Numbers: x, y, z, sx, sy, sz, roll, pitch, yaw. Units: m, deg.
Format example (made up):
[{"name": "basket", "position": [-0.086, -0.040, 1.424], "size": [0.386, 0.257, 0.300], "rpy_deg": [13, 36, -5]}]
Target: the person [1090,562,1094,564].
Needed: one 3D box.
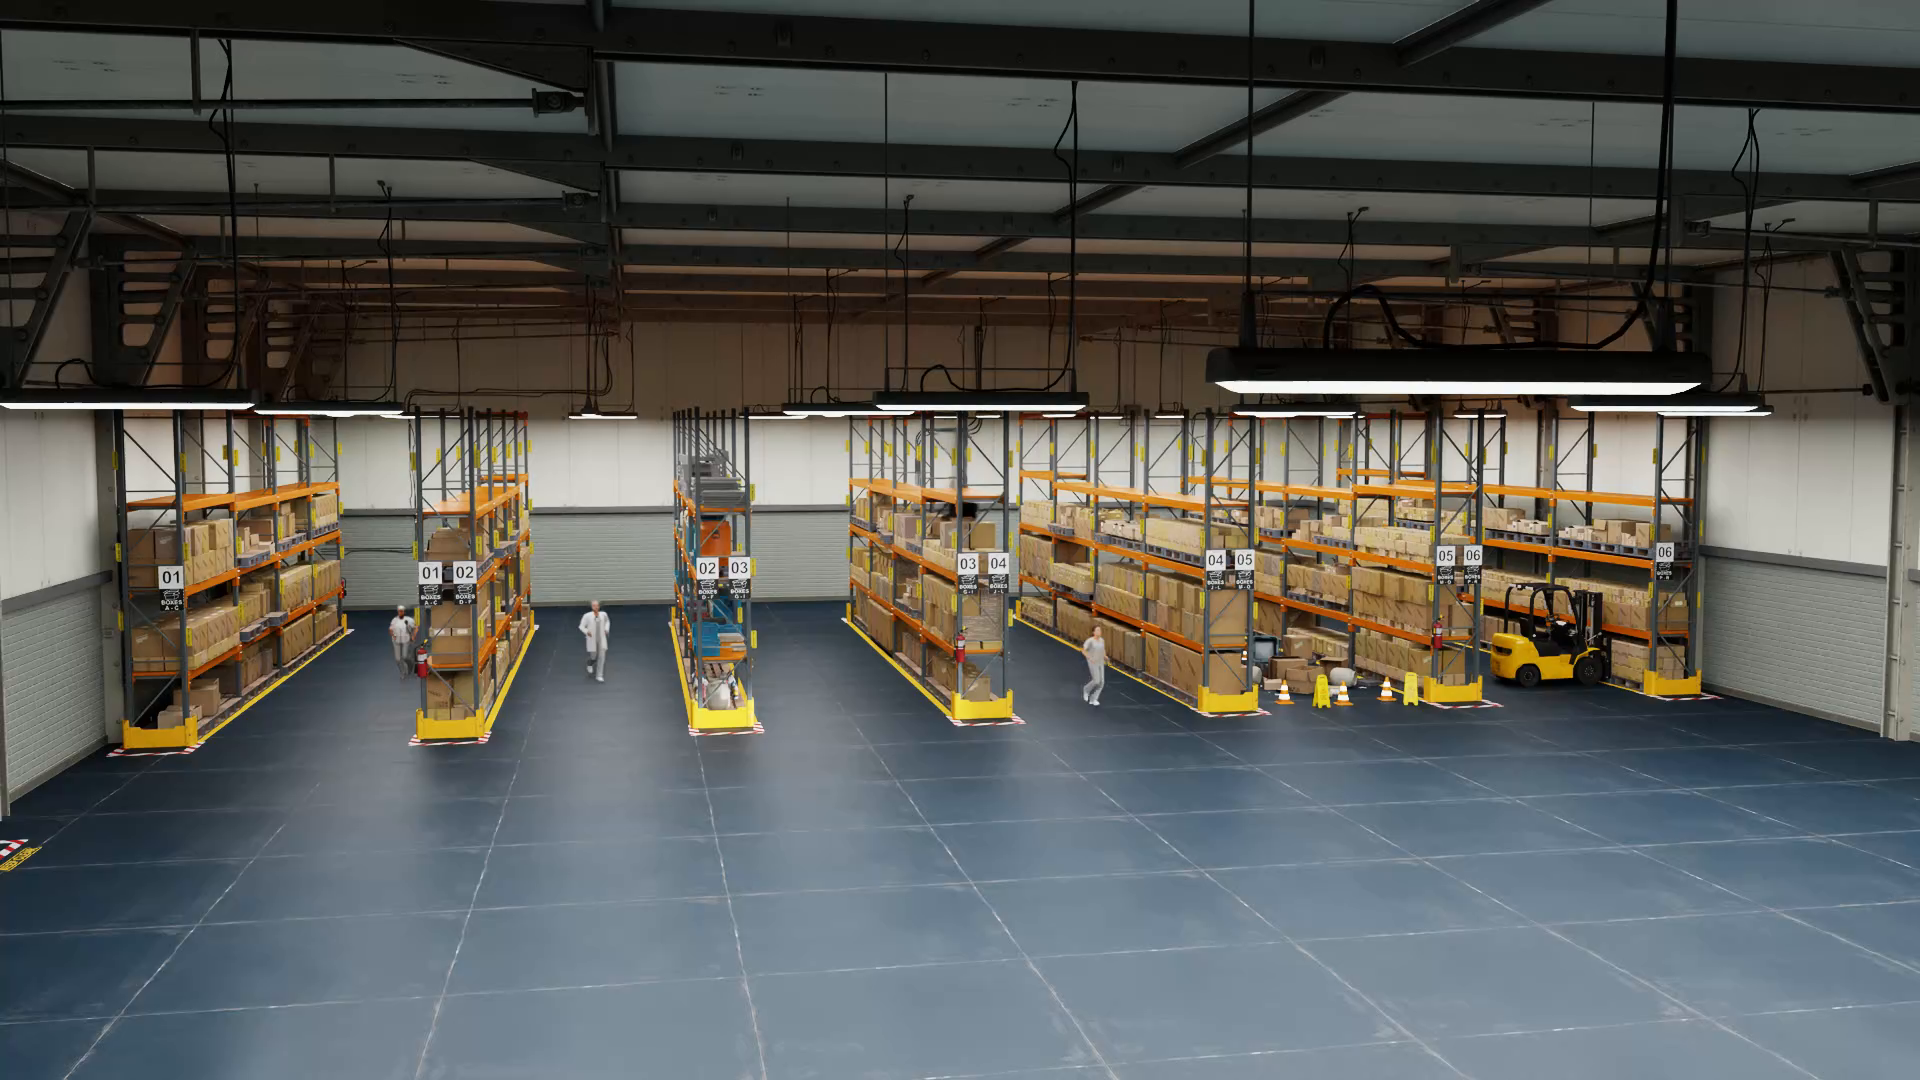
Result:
[{"name": "person", "position": [3.854, 1.487, 47.968], "size": [0.593, 1.698, 1.006], "rpy_deg": [-1, 4, -18]}]

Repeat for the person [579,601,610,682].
[{"name": "person", "position": [-8.078, 2.229, 36.899], "size": [0.712, 1.764, 0.918], "rpy_deg": [-2, 5, -27]}]

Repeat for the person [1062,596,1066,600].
[{"name": "person", "position": [3.378, 1.280, 50.963], "size": [0.873, 1.599, 0.530], "rpy_deg": [-3, 5, -34]}]

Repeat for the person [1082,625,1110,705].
[{"name": "person", "position": [2.746, 2.520, 33.579], "size": [0.548, 1.623, 0.554], "rpy_deg": [-3, 5, -33]}]

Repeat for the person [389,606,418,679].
[{"name": "person", "position": [-12.411, 2.289, 37.007], "size": [0.599, 1.616, 0.539], "rpy_deg": [0, 4, -4]}]
